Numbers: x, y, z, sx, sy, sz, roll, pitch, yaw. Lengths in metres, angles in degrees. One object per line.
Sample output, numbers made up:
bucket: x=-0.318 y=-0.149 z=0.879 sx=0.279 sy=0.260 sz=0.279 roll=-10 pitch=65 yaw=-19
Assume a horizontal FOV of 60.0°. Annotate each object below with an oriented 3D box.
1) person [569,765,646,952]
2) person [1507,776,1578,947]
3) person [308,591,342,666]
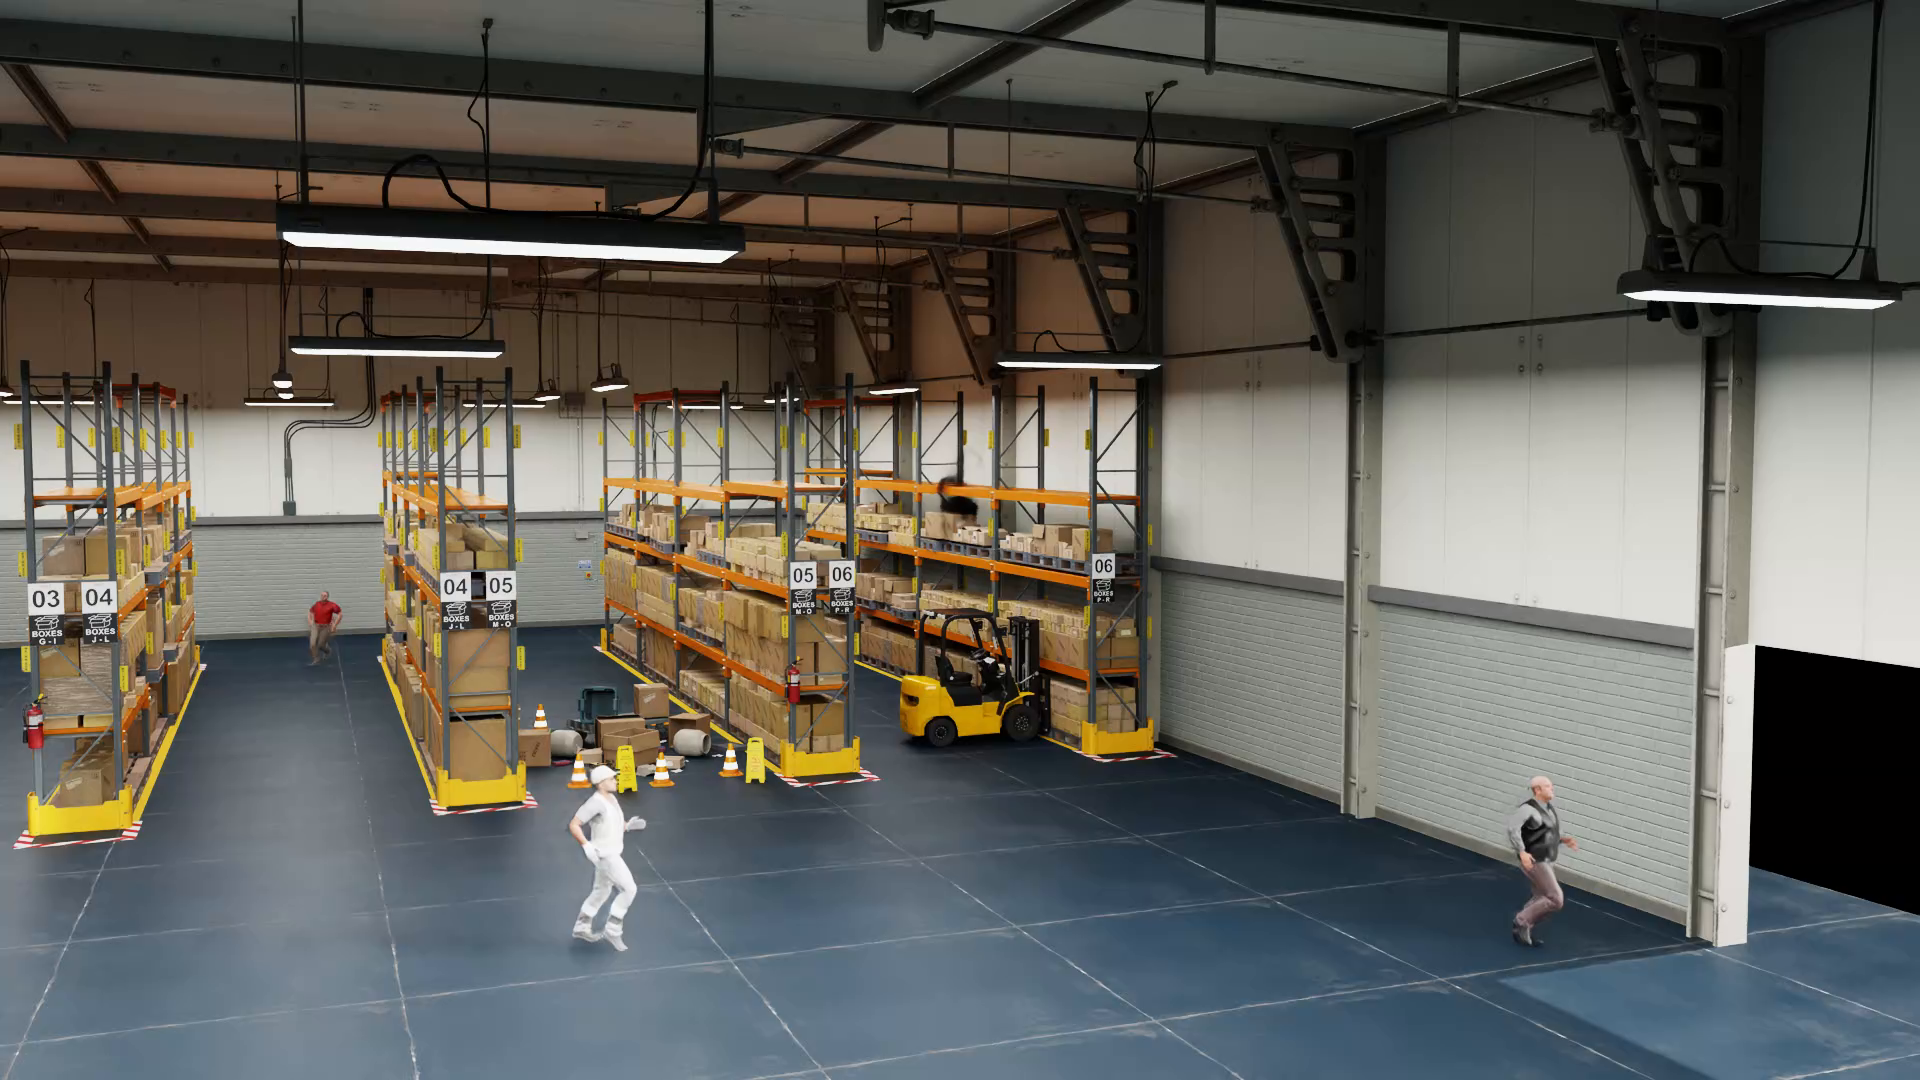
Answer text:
person: x=-3.459 y=3.127 z=16.335 sx=0.747 sy=1.828 sz=0.642 roll=0 pitch=3 yaw=-1
person: x=5.747 y=3.166 z=16.378 sx=0.601 sy=1.688 sz=0.667 roll=2 pitch=4 yaw=36
person: x=-14.118 y=1.957 z=36.952 sx=0.748 sy=1.666 sz=0.573 roll=0 pitch=3 yaw=6
